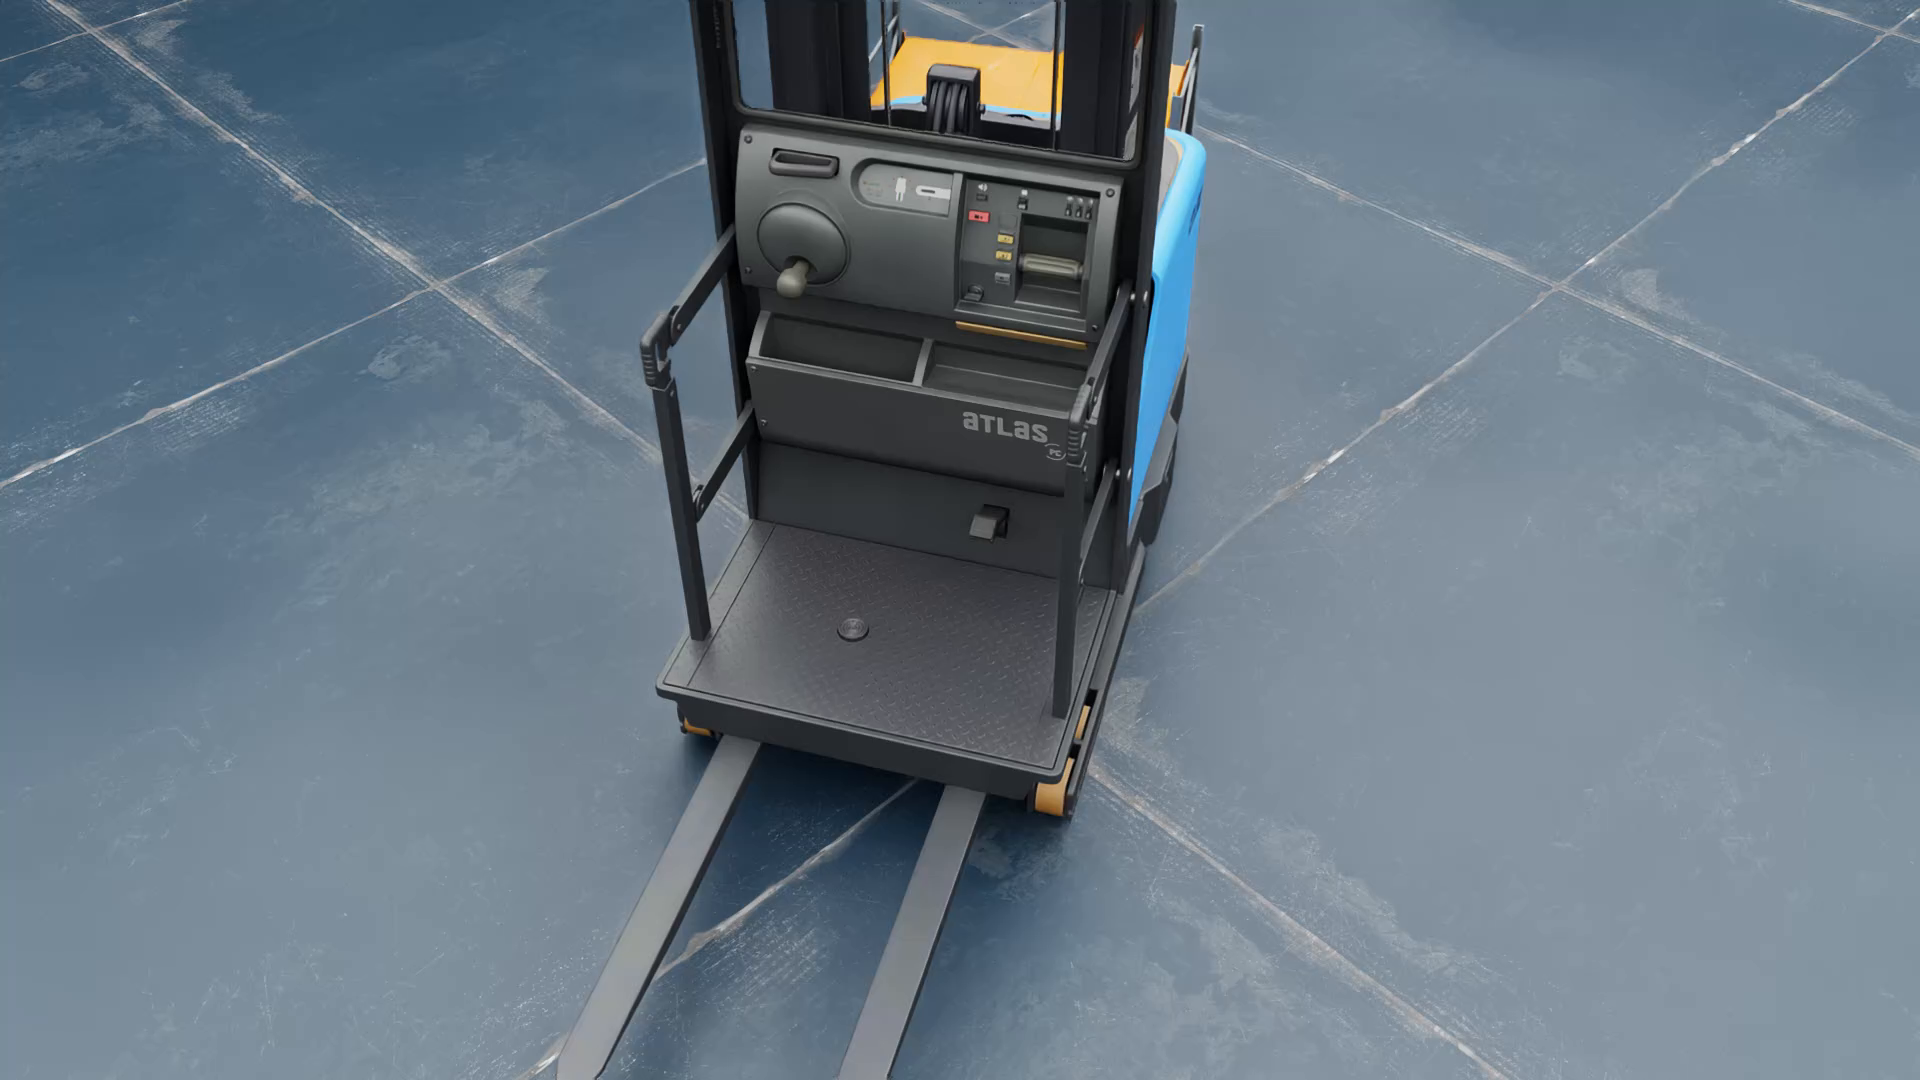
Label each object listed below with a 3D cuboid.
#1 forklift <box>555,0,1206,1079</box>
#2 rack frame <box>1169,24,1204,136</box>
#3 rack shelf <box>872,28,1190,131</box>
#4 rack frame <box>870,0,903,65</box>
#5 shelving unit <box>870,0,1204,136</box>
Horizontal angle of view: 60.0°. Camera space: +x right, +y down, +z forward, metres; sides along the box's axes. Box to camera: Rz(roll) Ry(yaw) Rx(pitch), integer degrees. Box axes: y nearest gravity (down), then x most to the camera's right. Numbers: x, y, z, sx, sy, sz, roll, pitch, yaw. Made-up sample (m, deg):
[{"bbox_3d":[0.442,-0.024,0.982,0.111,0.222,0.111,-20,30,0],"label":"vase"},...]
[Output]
[{"bbox_3d":[-0.145,-0.642,3.785,1.130,2.935,3.031,11,44,12],"label":"forklift"},{"bbox_3d":[0.719,-1.098,5.609,0.032,1.125,0.500,9,44,10],"label":"rack frame"},{"bbox_3d":[0.225,-1.396,5.500,1.000,0.278,0.538,9,44,10],"label":"rack shelf"},{"bbox_3d":[-0.269,-1.263,5.788,0.032,1.125,0.500,9,44,10],"label":"rack frame"},{"bbox_3d":[0.225,-1.181,5.699,1.048,1.125,0.538,9,44,10],"label":"shelving unit"}]
